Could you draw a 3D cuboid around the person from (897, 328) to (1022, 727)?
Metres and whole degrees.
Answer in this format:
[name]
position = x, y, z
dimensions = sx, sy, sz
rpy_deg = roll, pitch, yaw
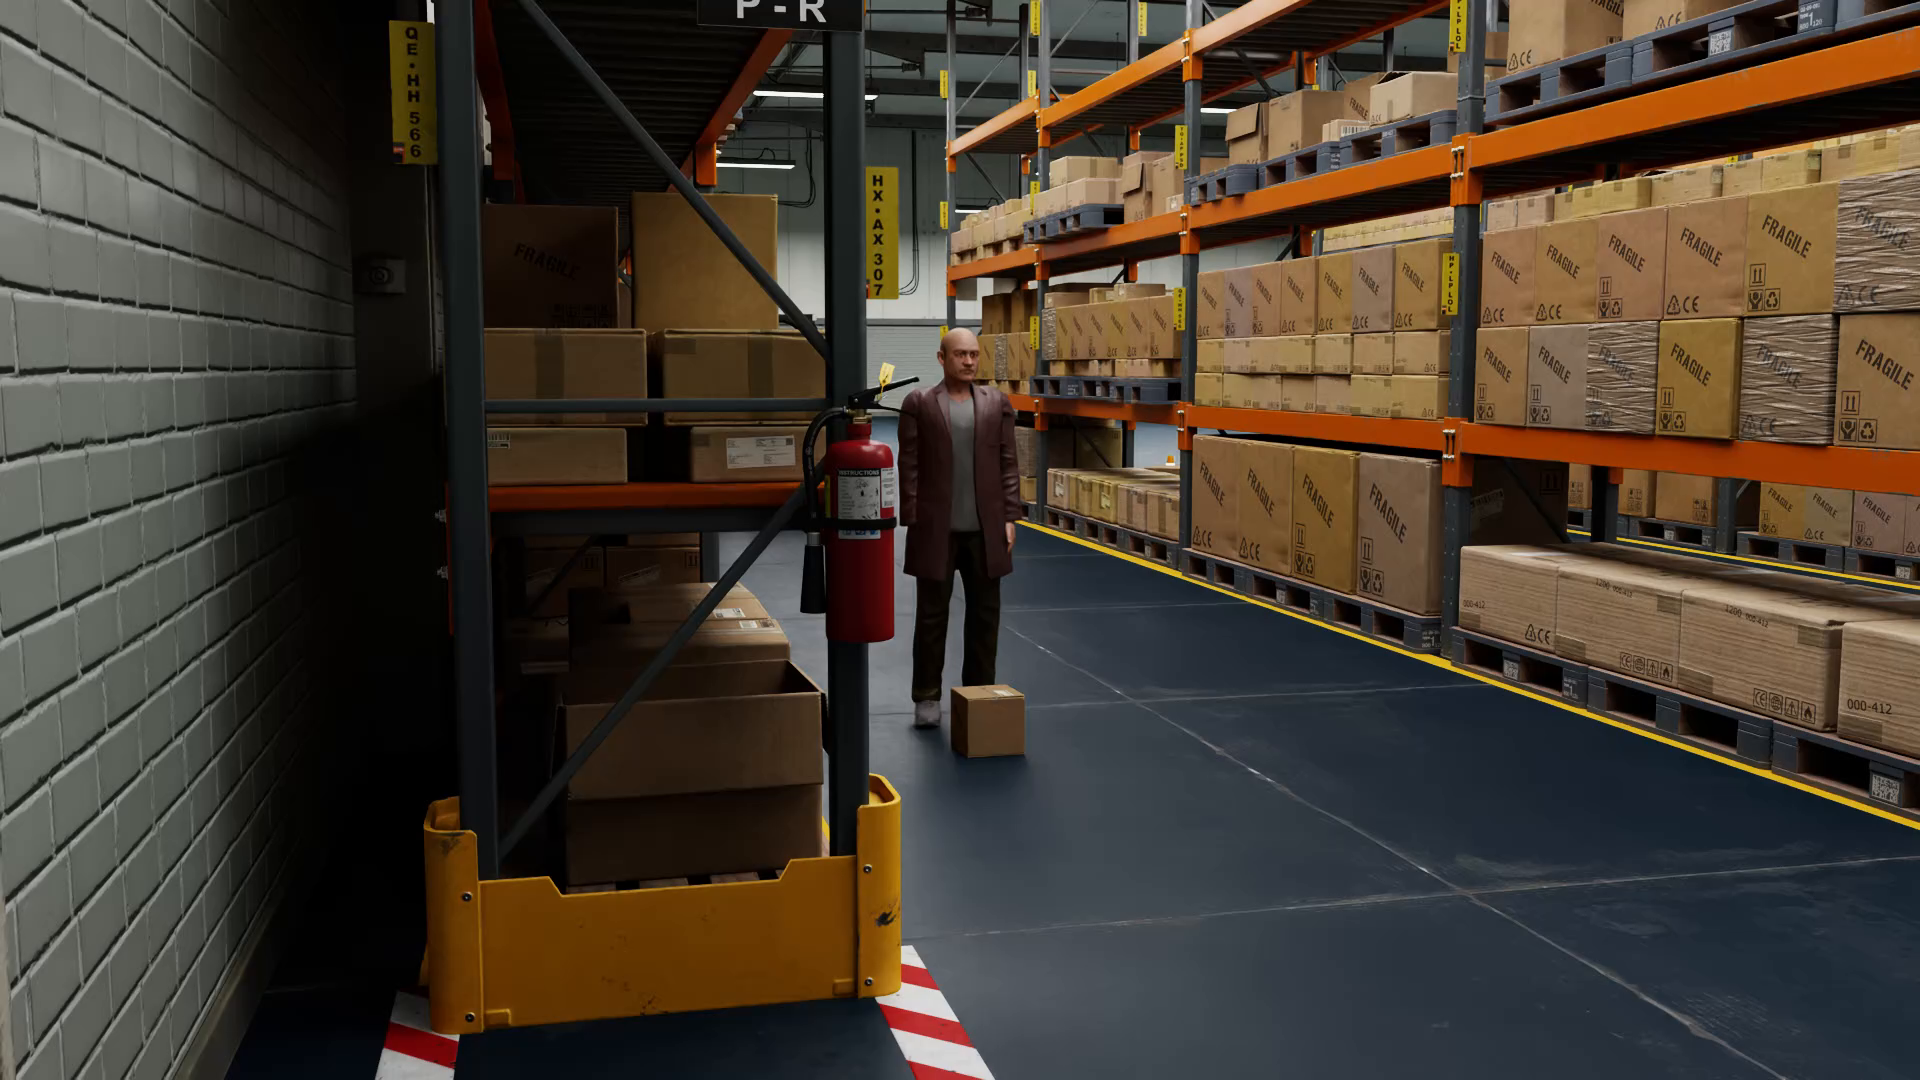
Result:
[person]
position = 0.006, -0.061, 7.481
dimensions = 0.561, 1.777, 0.380
rpy_deg = -1, 6, -12
